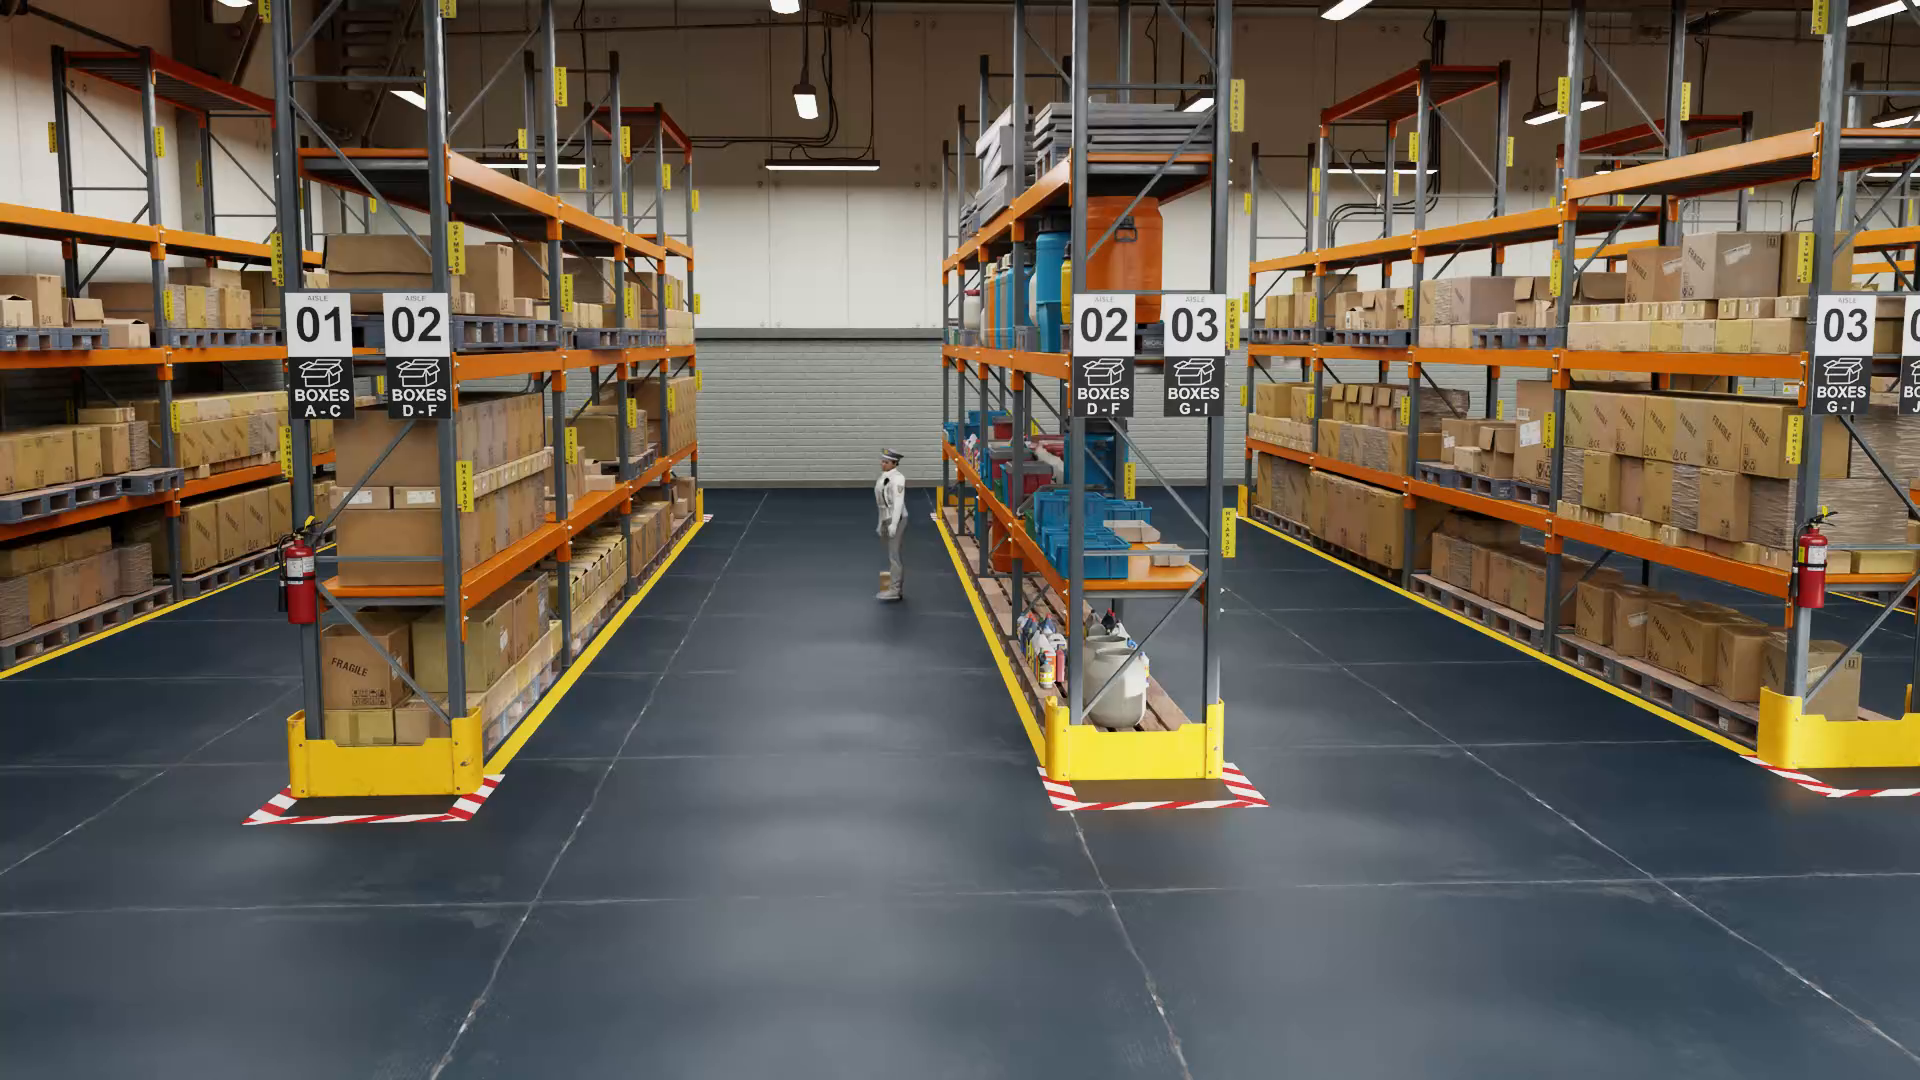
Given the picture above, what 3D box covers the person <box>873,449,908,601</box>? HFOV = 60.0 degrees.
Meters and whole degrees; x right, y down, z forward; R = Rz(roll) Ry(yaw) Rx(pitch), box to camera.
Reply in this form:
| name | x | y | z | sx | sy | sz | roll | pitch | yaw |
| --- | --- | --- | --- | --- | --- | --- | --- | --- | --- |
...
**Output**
| name | x | y | z | sx | sy | sz | roll | pitch | yaw |
| --- | --- | --- | --- | --- | --- | --- | --- | --- | --- |
| person | -0.776 | -0.174 | 18.435 | 0.422 | 1.678 | 0.543 | -5 | 8 | -33 |
